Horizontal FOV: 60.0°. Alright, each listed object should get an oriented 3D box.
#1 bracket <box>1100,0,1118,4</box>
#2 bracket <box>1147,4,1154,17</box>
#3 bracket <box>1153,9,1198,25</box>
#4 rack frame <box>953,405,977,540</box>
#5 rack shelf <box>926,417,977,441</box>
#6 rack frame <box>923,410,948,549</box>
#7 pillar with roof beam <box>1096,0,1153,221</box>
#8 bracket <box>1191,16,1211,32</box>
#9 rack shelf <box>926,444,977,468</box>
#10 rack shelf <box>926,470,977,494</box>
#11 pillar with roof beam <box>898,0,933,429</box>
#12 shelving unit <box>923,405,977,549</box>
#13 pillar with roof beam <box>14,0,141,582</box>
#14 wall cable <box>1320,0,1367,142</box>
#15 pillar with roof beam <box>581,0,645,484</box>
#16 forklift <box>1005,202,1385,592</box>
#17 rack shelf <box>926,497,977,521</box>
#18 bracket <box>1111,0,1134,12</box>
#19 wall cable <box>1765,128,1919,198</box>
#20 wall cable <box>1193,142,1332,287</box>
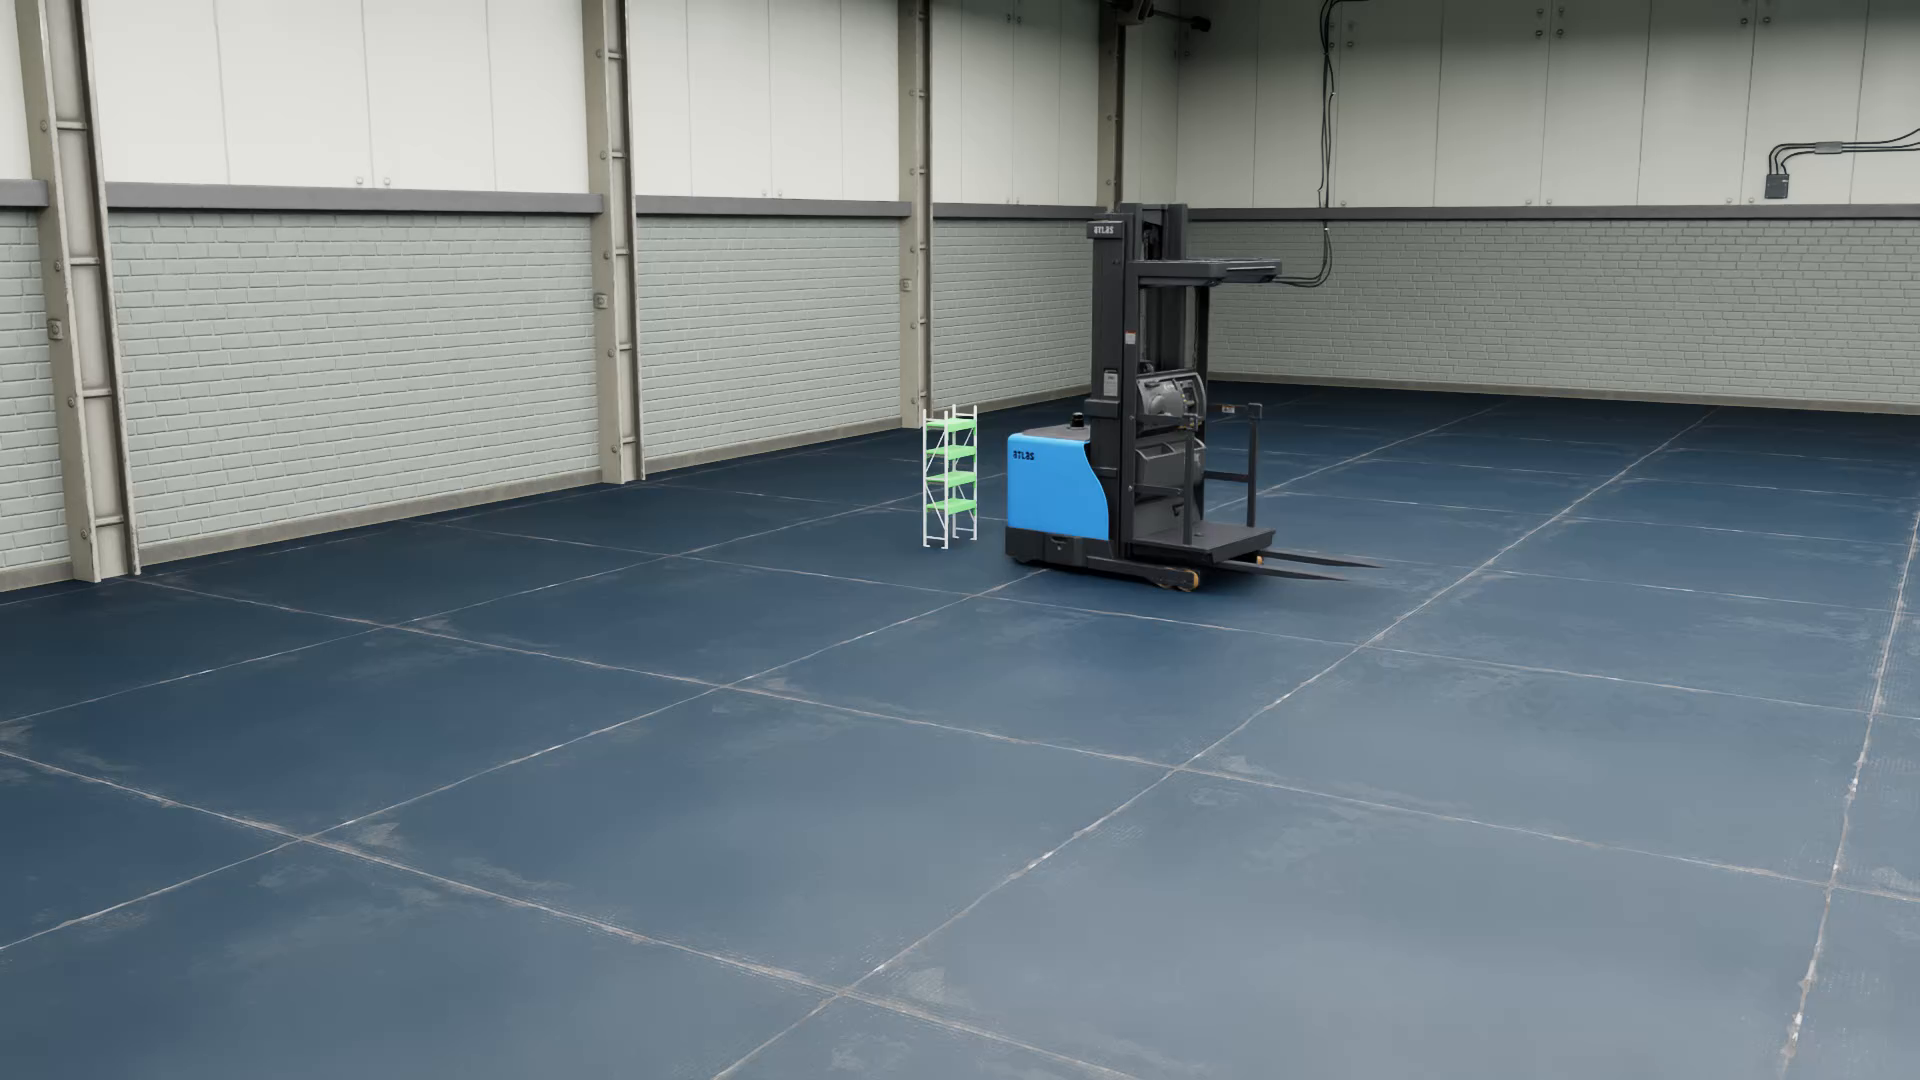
[{"bbox_3d":[1.259,-8.230,24.593,0.076,0.066,4.783,6,12,31],"label":"bracket"},{"bbox_3d":[3.028,-8.766,27.455,0.235,0.232,0.430,6,12,31],"label":"bracket"},{"bbox_3d":[3.951,-9.046,28.950,0.076,0.066,3.189,6,12,31],"label":"bracket"},{"bbox_3d":[0.041,-0.602,14.824,0.240,1.200,0.015,6,12,31],"label":"rack frame"},{"bbox_3d":[-0.086,-0.973,14.543,0.258,0.148,0.480,6,12,31],"label":"rack shelf"},{"bbox_3d":[-0.213,-0.525,14.414,0.240,1.200,0.015,6,12,31],"label":"rack frame"},{"bbox_3d":[6.188,-6.554,25.422,9.100,9.000,0.548,6,12,31],"label":"pillar with roof beam"},{"bbox_3d":[4.258,-9.139,29.446,0.235,0.232,0.430,6,12,31],"label":"bracket"},{"bbox_3d":[-0.086,-0.737,14.587,0.258,0.148,0.480,6,12,31],"label":"rack shelf"},{"bbox_3d":[-0.086,-0.501,14.631,0.258,0.148,0.480,6,12,31],"label":"rack shelf"},{"bbox_3d":[3.073,-5.610,20.382,9.100,9.000,0.400,6,12,31],"label":"pillar with roof beam"},{"bbox_3d":[-0.086,-0.564,14.619,0.258,1.200,0.503,6,12,31],"label":"shelving unit"},{"bbox_3d":[-3.157,-3.723,10.301,9.100,9.000,0.400,6,12,31],"label":"pillar with roof beam"},{"bbox_3d":[7.481,-8.000,27.859,3.097,2.526,0.112,6,12,31],"label":"wall cable"},{"bbox_3d":[-0.042,-4.667,15.341,9.100,9.000,0.400,6,12,31],"label":"pillar with roof beam"},{"bbox_3d":[1.842,-1.154,13.066,3.031,2.935,1.130,8,14,38],"label":"forklift"},{"bbox_3d":[-0.086,-0.265,14.675,0.258,0.148,0.480,6,12,31],"label":"rack shelf"},{"bbox_3d":[2.597,-8.635,26.758,0.235,0.232,0.430,6,12,31],"label":"bracket"},{"bbox_3d":[13.274,-8.064,24.248,2.305,6.003,0.169,6,12,31],"label":"wall cable"},{"bbox_3d":[5.168,-5.776,29.705,3.097,2.526,0.112,6,12,31],"label":"wall cable"}]
